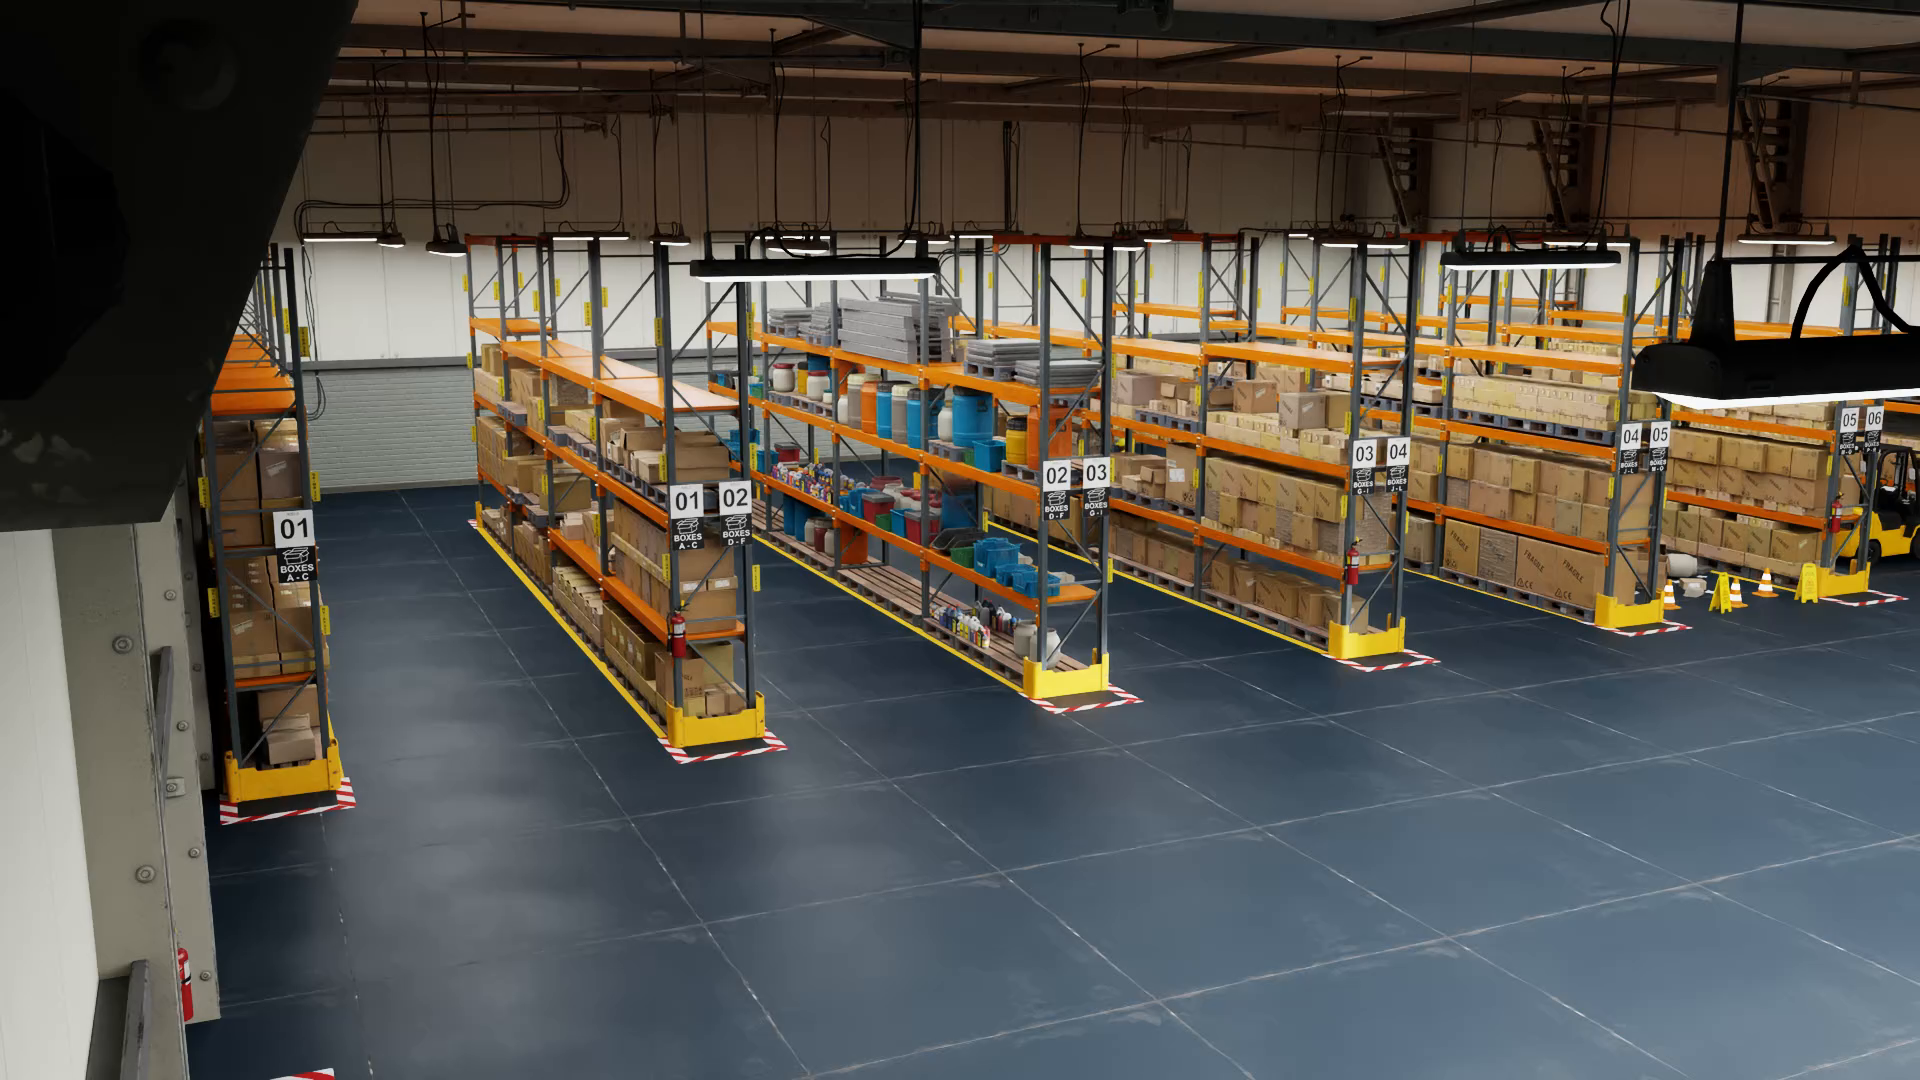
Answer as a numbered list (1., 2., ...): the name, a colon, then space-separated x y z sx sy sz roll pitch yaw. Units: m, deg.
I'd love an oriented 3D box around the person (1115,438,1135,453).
1. person: 3.509 -1.263 35.022 0.612 1.762 0.508 -4 12 -18
